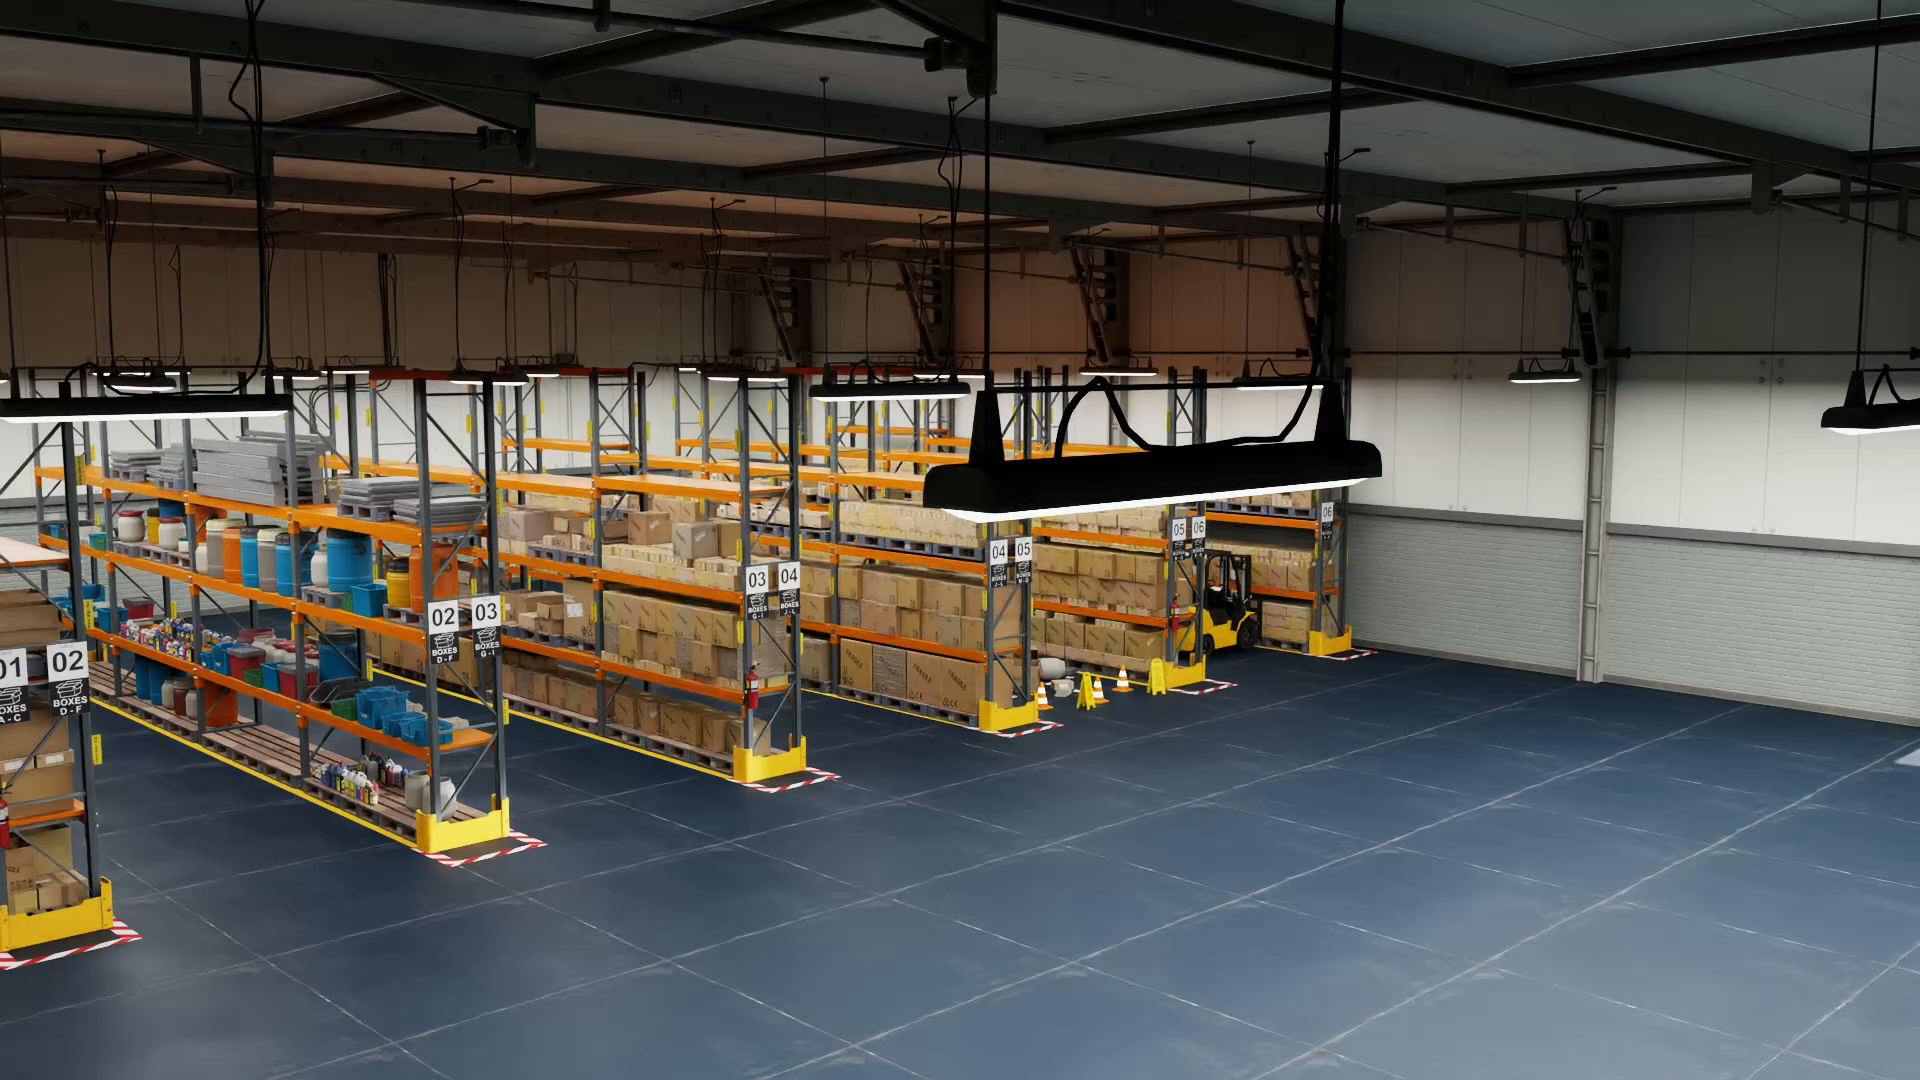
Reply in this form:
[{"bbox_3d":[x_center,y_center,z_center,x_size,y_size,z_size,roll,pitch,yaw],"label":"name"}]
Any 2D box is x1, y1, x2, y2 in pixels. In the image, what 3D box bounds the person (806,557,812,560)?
[{"bbox_3d":[-3.472,1.261,37.403,0.617,1.748,0.376,-6,9,-42],"label":"person"}]
